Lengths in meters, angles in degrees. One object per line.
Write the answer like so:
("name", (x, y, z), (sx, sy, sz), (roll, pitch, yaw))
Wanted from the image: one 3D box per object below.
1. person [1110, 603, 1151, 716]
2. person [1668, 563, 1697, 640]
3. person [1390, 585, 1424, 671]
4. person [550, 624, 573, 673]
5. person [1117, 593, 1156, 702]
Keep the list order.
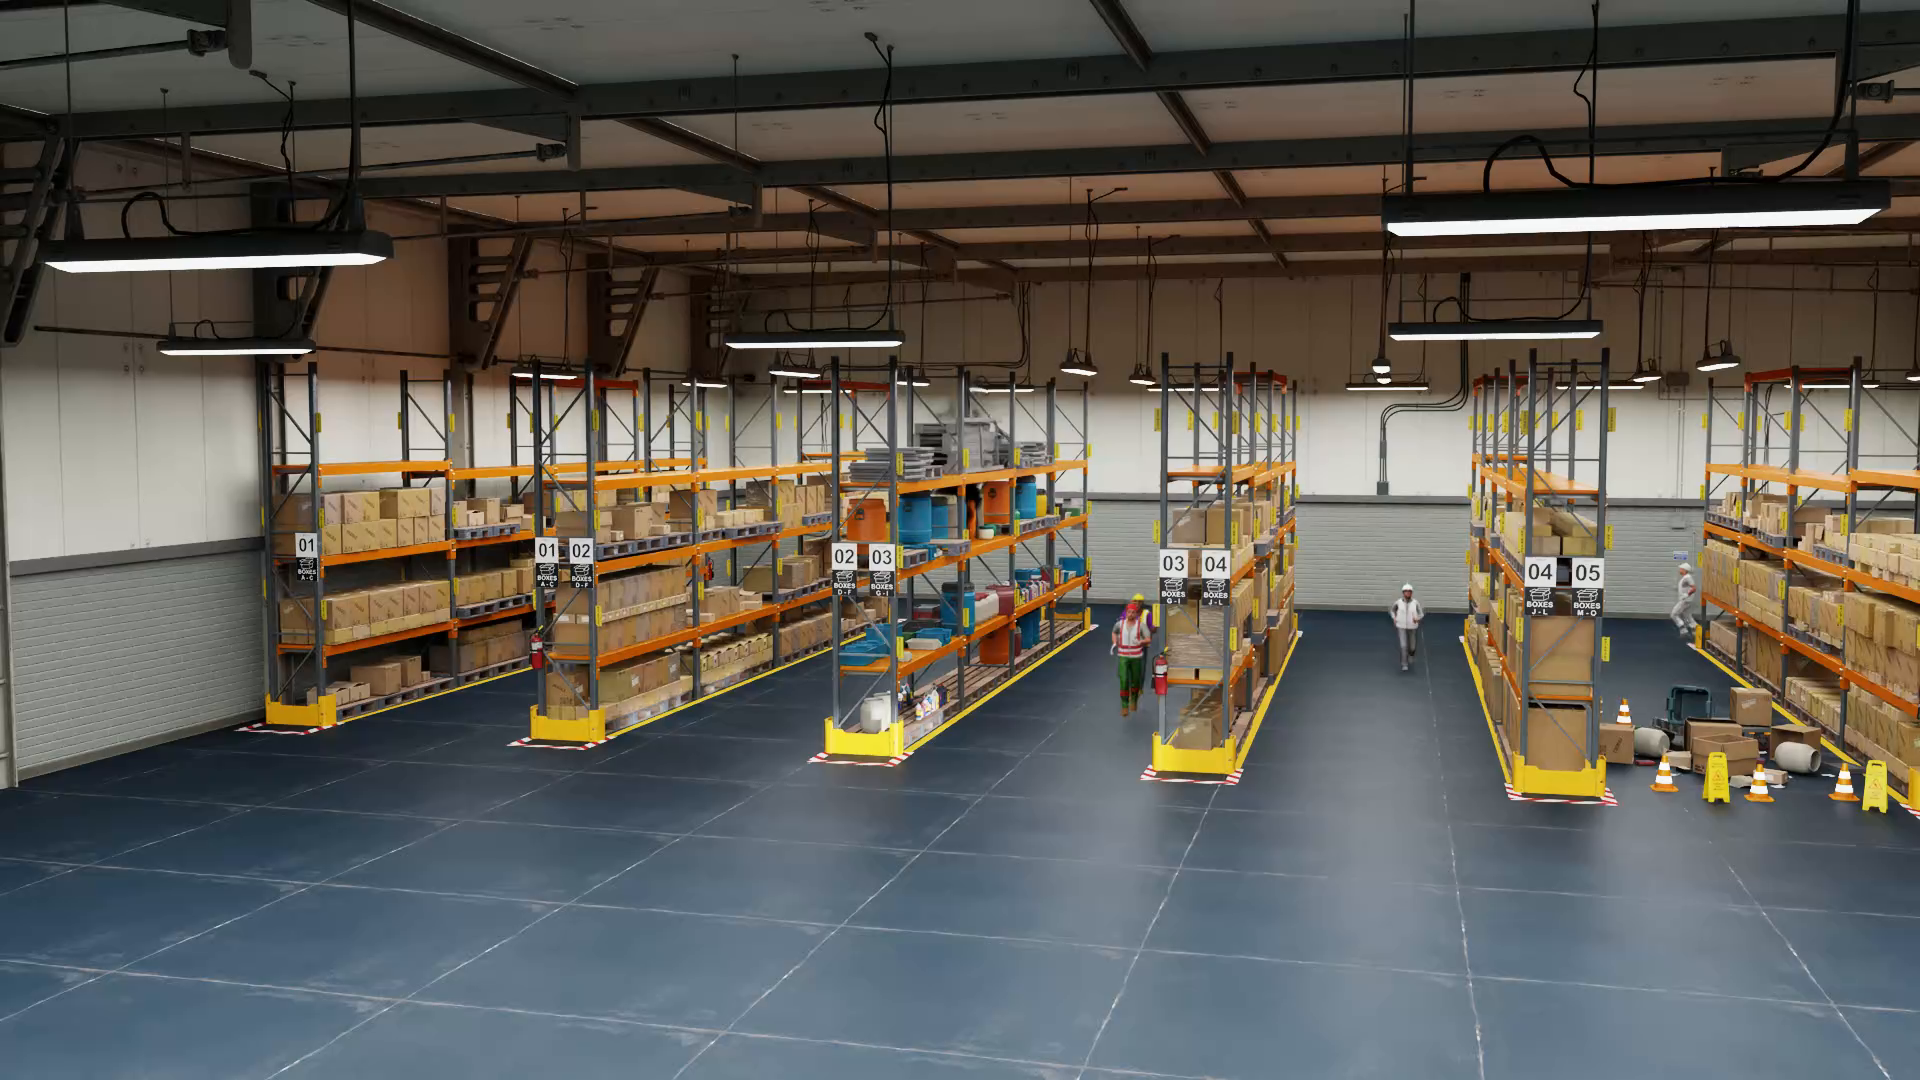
("person", (2.798, 1.935, 27.272), (0.667, 1.796, 0.872), (1, 4, 8))
("person", (16.666, 1.436, 38.280), (0.709, 1.807, 0.654), (2, 5, 29))
("person", (9.046, 1.768, 33.703), (0.660, 1.732, 0.754), (1, 4, 13))
("person", (-7.215, 2.038, 30.173), (0.543, 1.650, 0.715), (0, 4, 3))
("person", (3.031, 1.846, 28.547), (0.670, 1.859, 0.712), (0, 4, 7))
